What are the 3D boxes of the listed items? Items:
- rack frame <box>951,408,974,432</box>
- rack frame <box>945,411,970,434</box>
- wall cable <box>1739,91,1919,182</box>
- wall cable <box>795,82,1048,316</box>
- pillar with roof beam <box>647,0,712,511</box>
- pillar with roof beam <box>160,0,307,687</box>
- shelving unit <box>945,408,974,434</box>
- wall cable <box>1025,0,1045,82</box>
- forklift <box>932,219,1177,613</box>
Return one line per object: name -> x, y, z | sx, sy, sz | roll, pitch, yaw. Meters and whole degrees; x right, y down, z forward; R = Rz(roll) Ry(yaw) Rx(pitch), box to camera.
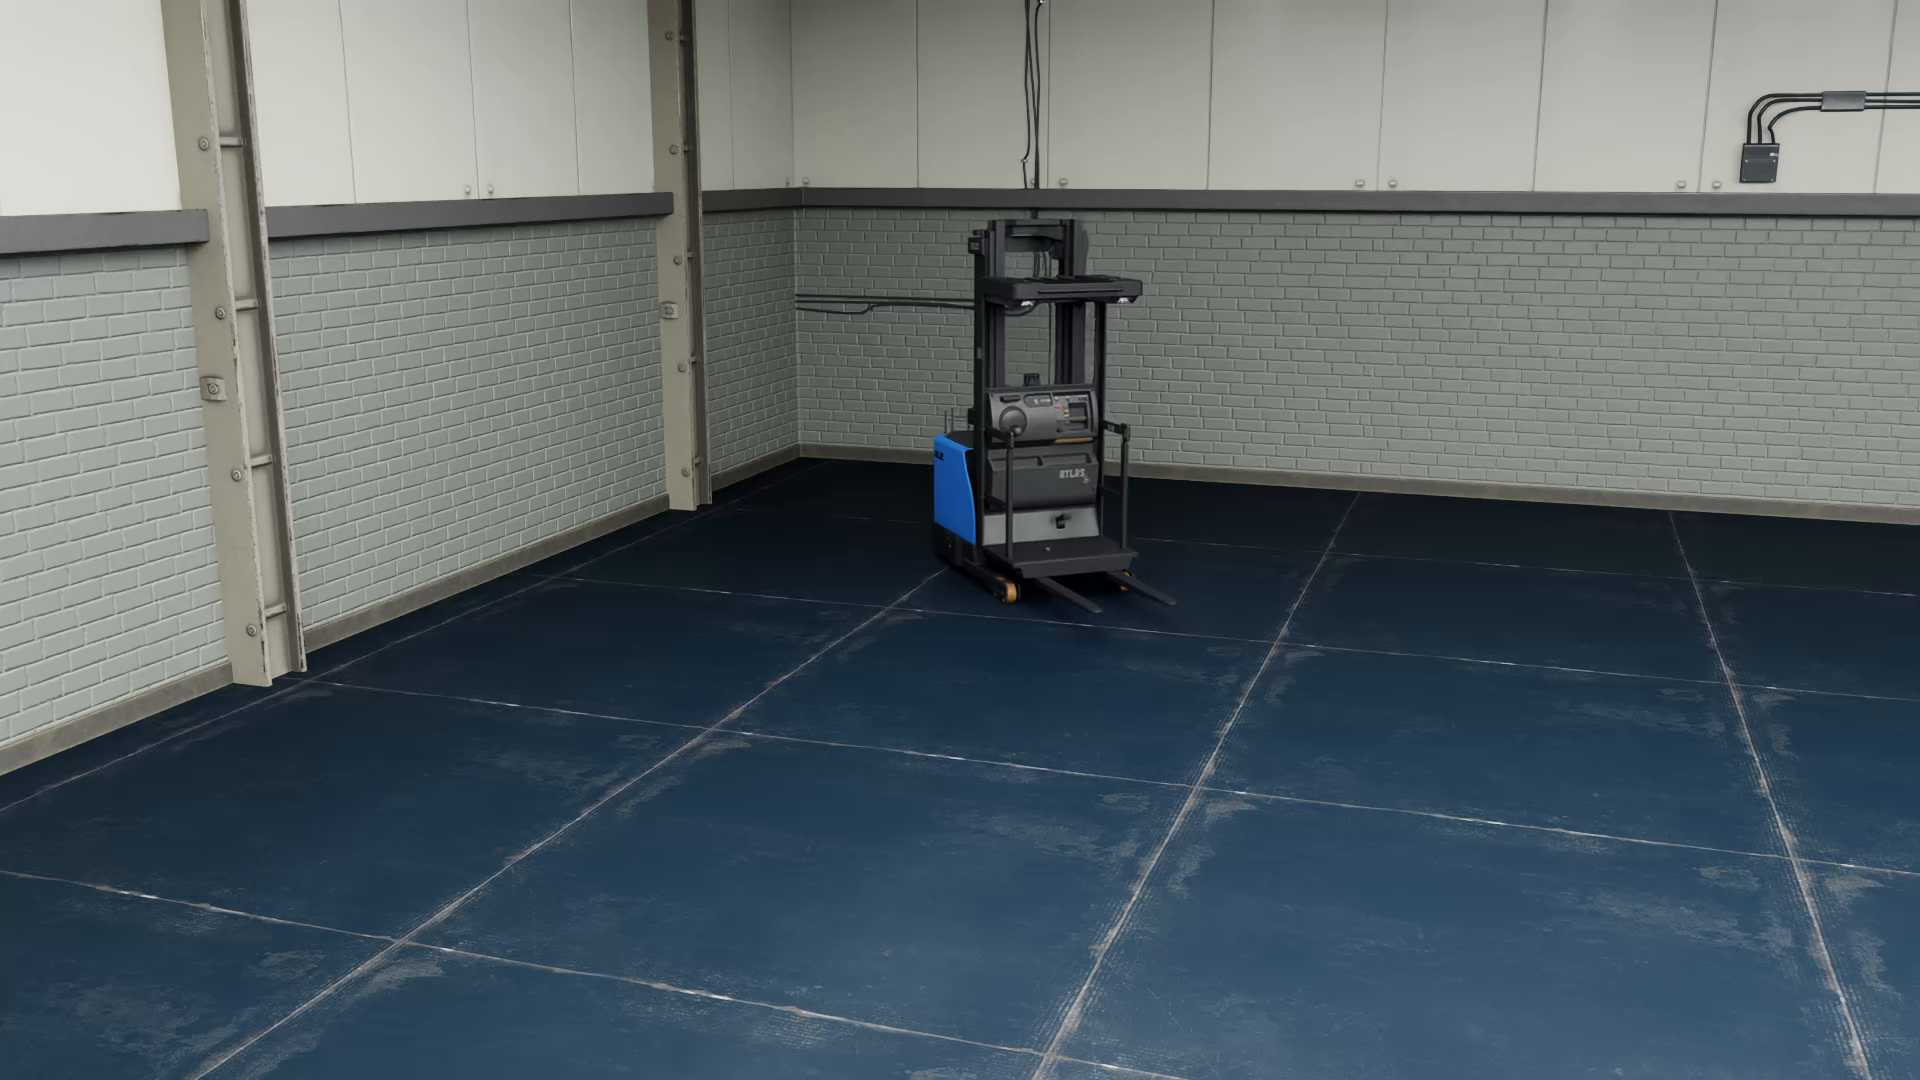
rack frame -> 0.034, -0.607, 15.214 | 0.240, 1.200, 0.006 | 4, 14, 18
rack frame -> -0.025, -0.569, 15.045 | 0.240, 1.200, 0.006 | 4, 14, 18
wall cable -> 8.458, -6.229, 14.674 | 2.305, 6.003, 0.169 | 4, 14, 18
wall cable -> -0.520, -3.744, 18.407 | 3.097, 2.526, 0.112 | 4, 14, 18
pillar with roof beam -> 1.349, -4.422, 14.403 | 9.100, 9.000, 0.400 | 4, 14, 18
pillar with roof beam -> -0.592, -3.159, 8.868 | 9.100, 9.000, 0.400 | 4, 14, 18
shelving unit -> 0.005, -0.588, 15.130 | 0.258, 1.200, 0.189 | 4, 14, 18
wall cable -> 2.040, -6.011, 16.991 | 3.097, 2.526, 0.112 | 4, 14, 18
forklift -> 0.751, -1.035, 13.198 | 1.130, 2.935, 3.031 | -5, 14, -20
